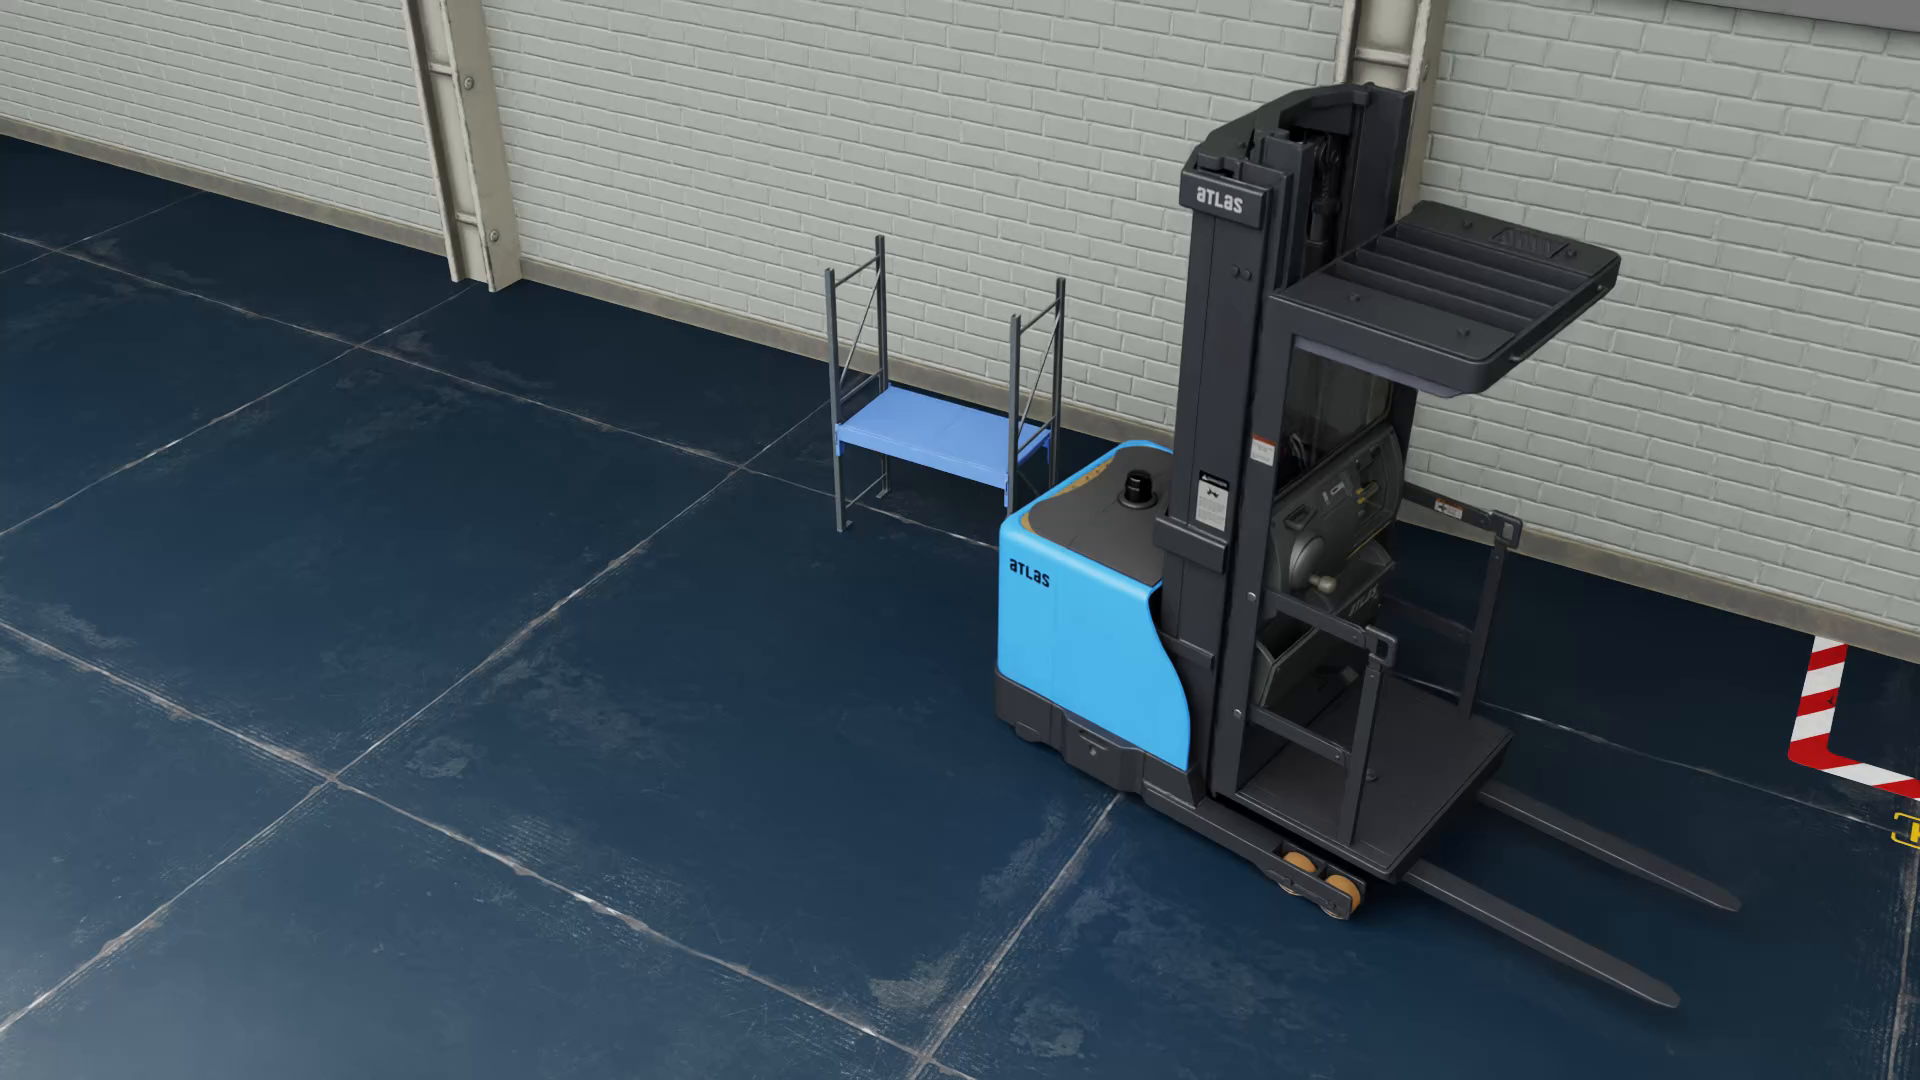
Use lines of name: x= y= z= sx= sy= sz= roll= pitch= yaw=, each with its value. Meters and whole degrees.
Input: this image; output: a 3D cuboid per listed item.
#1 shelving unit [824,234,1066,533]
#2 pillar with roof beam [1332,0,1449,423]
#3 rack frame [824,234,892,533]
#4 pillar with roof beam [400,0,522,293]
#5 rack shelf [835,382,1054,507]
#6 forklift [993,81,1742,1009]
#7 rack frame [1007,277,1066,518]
shelving unit: x=-0.074 y=-0.648 z=8.370 sx=1.048 sy=1.500 sz=0.538 roll=18 pitch=37 yaw=24
pillar with roof beam: x=-0.176 y=-1.828 z=3.376 sx=0.400 sy=9.000 sz=9.100 roll=18 pitch=37 yaw=24
rack frame: x=-0.515 y=-0.788 z=8.579 sx=0.032 sy=1.500 sz=0.500 roll=18 pitch=37 yaw=24
pillar with roof beam: x=-5.386 y=-3.478 z=5.854 sx=0.400 sy=9.000 sz=9.100 roll=18 pitch=37 yaw=24
rack shelf: x=-0.074 y=-0.498 z=8.469 sx=1.000 sy=0.185 sz=0.538 roll=18 pitch=37 yaw=24
forklift: x=1.596 y=-0.069 z=6.209 sx=3.031 sy=2.935 sz=1.130 roll=26 pitch=41 yaw=33
rack frame: x=0.367 y=-0.508 z=8.160 sx=0.032 sy=1.500 sz=0.500 roll=18 pitch=37 yaw=24
